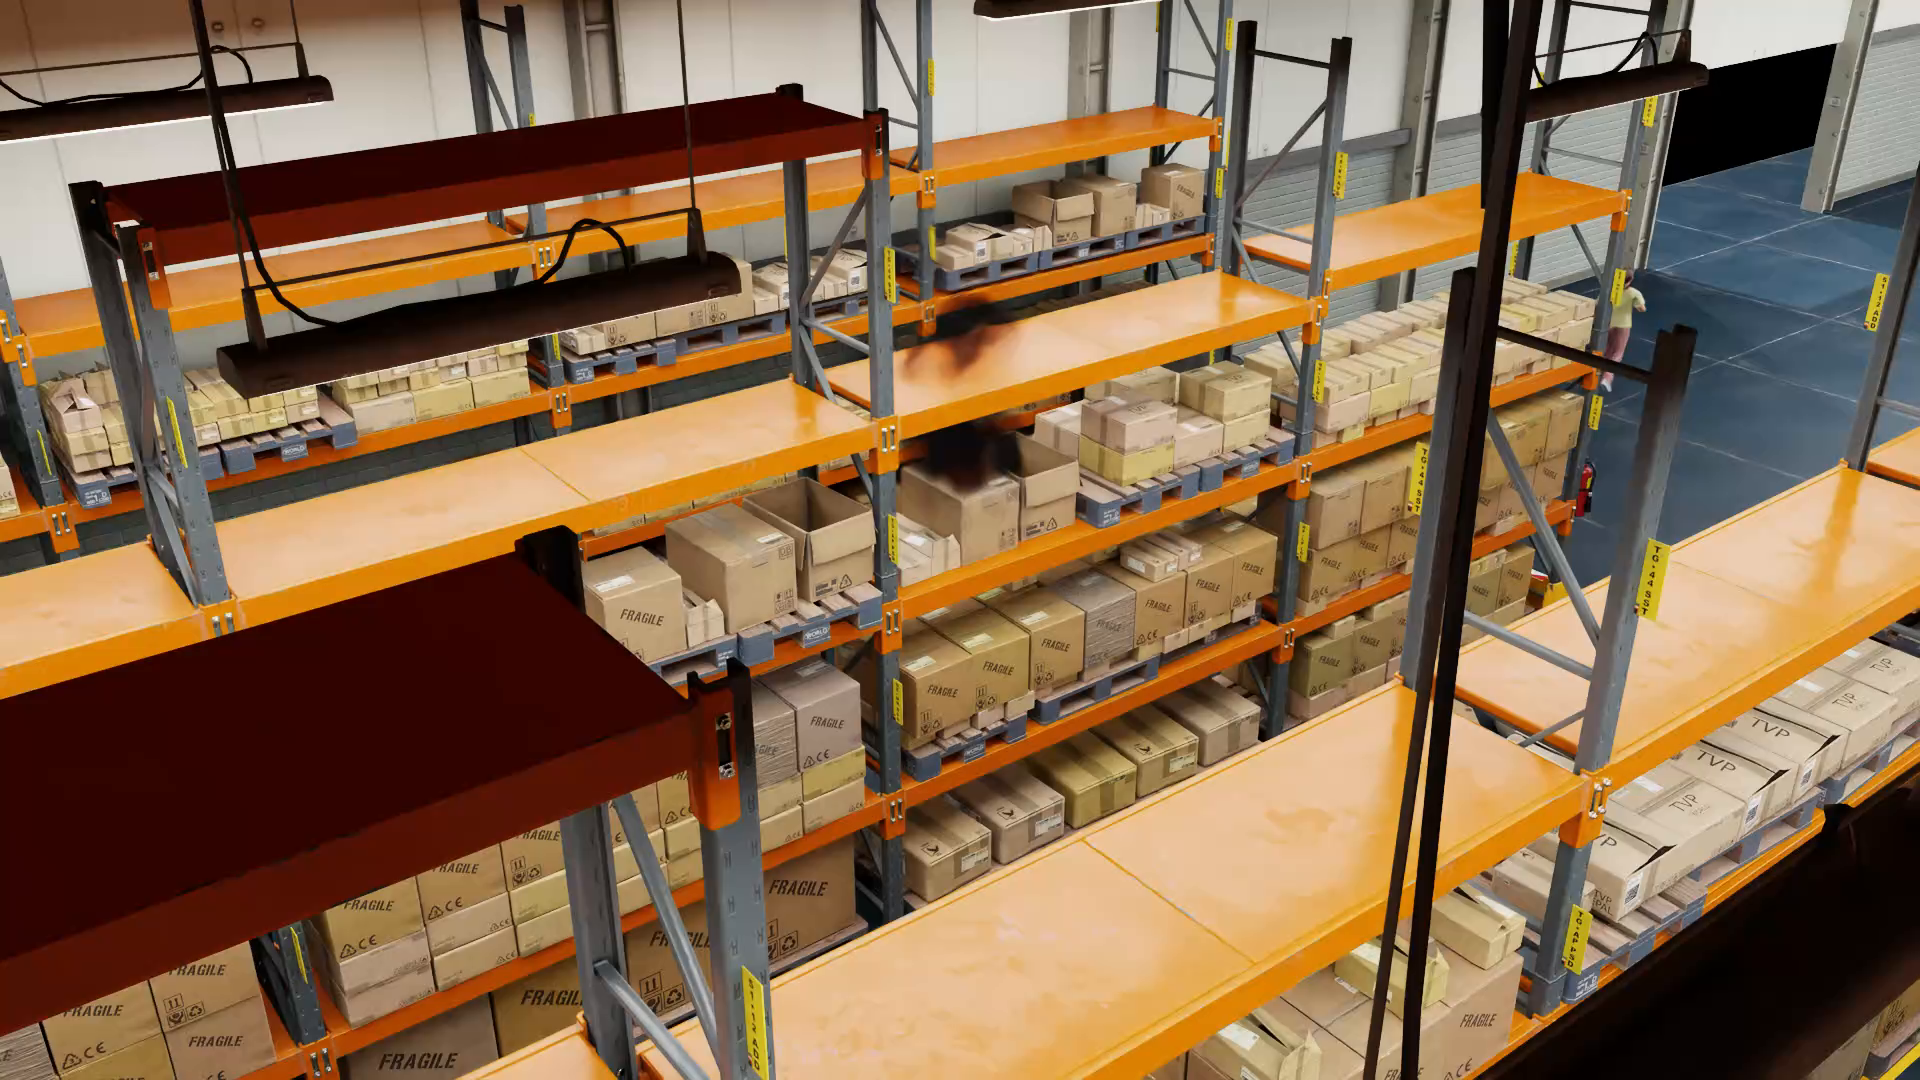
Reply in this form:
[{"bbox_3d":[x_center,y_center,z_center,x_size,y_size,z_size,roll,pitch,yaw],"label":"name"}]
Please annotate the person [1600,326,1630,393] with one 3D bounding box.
[{"bbox_3d":[8.603,-2.255,22.052,0.344,0.539,0.925,15,30,27],"label":"person"}]
